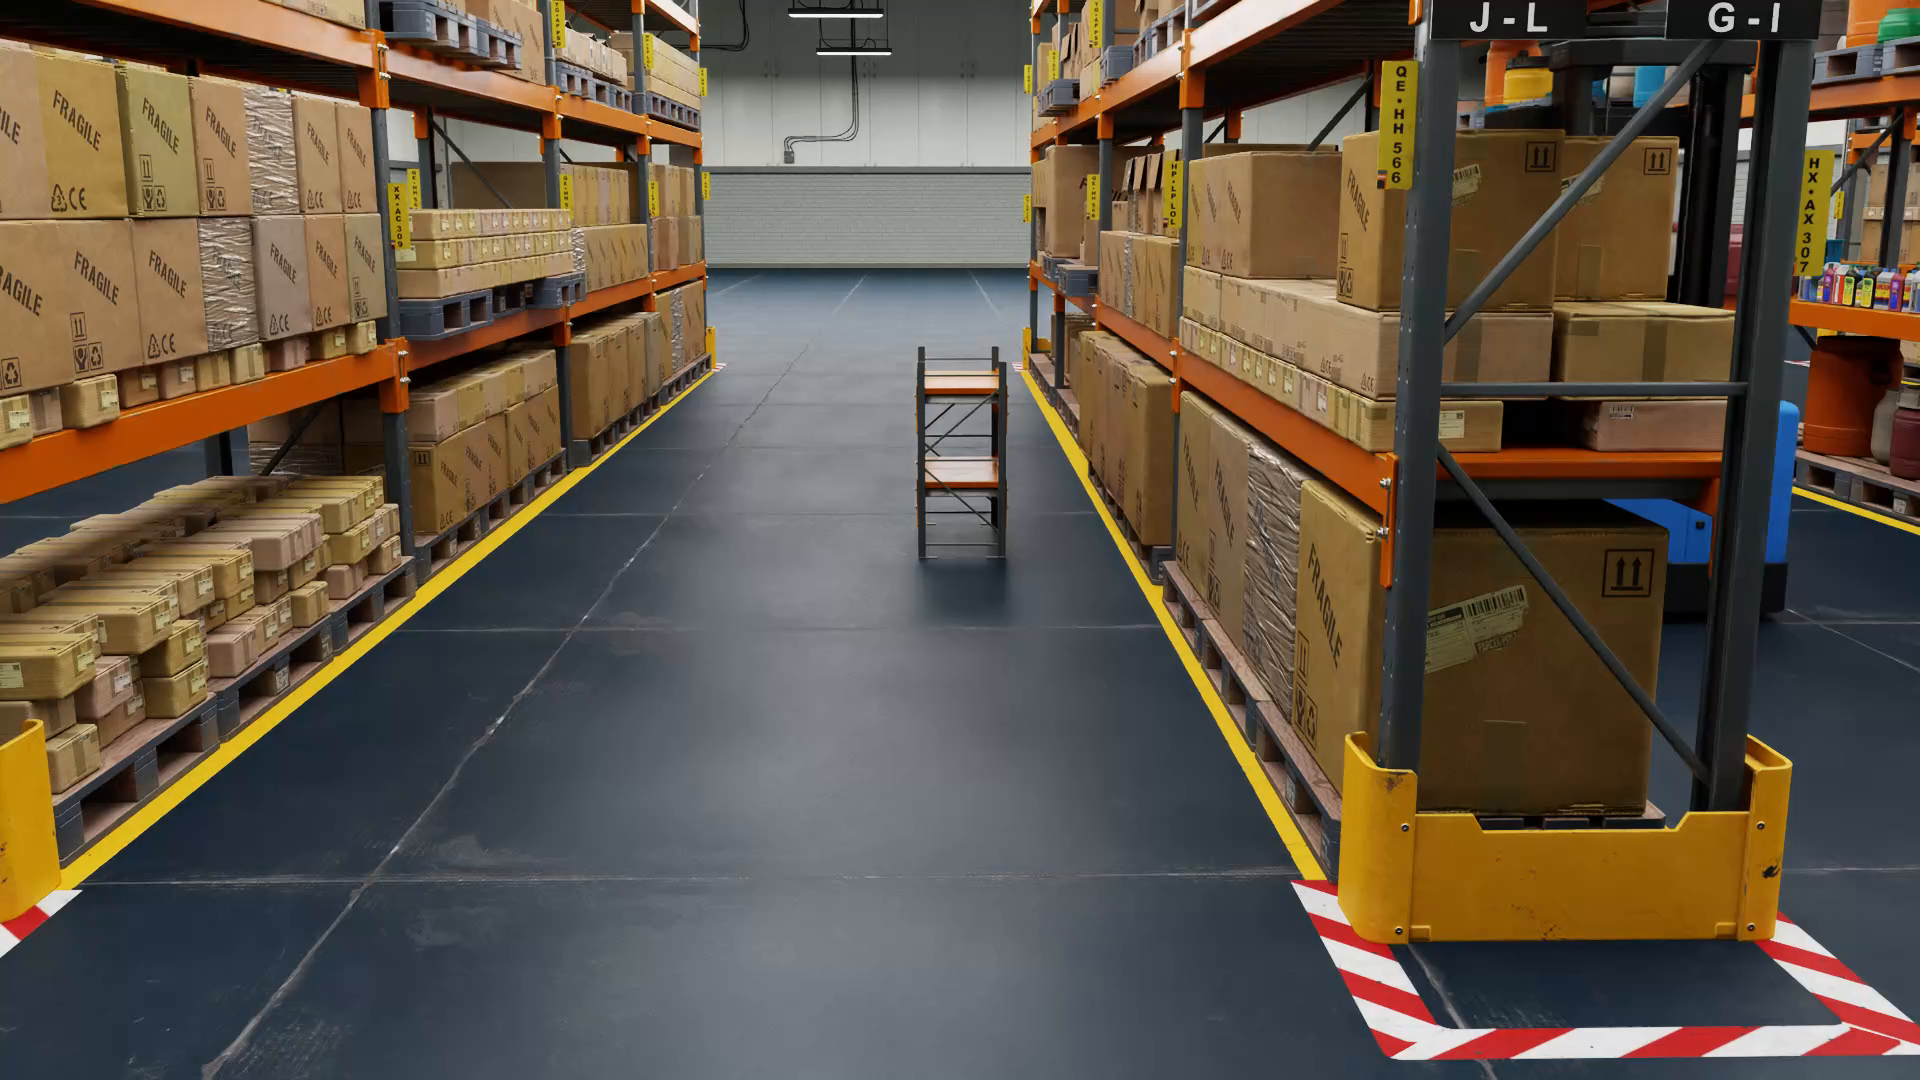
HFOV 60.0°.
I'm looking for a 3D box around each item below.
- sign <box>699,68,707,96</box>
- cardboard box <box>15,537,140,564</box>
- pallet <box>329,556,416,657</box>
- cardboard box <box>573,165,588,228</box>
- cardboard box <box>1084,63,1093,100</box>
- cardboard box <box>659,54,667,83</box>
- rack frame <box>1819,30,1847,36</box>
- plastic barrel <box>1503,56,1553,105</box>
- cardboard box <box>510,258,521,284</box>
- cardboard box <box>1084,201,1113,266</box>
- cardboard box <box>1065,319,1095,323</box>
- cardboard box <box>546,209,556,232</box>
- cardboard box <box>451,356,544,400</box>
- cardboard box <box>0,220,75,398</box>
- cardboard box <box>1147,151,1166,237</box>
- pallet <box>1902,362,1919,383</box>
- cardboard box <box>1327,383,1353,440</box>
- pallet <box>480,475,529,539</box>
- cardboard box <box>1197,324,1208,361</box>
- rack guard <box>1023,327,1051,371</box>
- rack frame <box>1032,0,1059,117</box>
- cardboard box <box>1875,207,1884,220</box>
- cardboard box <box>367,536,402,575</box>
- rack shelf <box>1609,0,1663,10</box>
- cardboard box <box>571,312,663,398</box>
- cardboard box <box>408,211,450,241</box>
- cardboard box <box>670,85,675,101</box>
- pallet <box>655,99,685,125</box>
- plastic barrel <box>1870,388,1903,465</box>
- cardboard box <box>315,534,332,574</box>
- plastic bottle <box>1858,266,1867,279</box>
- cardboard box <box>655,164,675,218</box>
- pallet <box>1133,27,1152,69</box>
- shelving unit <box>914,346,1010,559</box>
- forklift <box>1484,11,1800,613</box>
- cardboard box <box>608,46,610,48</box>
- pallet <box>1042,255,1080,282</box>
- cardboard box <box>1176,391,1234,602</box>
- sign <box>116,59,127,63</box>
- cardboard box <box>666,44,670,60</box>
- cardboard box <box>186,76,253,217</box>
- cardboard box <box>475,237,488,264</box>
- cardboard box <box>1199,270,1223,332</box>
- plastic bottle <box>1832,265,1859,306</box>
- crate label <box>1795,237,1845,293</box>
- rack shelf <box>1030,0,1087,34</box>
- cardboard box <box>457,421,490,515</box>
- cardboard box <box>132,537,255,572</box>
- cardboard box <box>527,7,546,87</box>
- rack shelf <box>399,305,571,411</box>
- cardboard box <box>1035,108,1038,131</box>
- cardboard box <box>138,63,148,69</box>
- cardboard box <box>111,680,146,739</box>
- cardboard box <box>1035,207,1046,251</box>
[{"bbox_3d":[-3.060,-5.443,19.774,0.100,0.325,0.005,0,11,-1],"label":"sign"},{"bbox_3d":[-3.549,0.087,6.706,0.380,0.149,0.250,0,11,-1],"label":"cardboard box"},{"bbox_3d":[-3.306,0.307,8.017,1.003,0.211,1.213,0,11,-1],"label":"pallet"},{"bbox_3d":[-3.462,-2.819,13.645,0.700,0.500,0.500,0,11,-2],"label":"cardboard box"},{"bbox_3d":[1.244,-3.577,12.981,0.500,0.250,0.500,0,11,-1],"label":"cardboard box"},{"bbox_3d":[-3.263,-4.779,16.850,0.500,0.250,0.500,0,11,-2],"label":"cardboard box"},{"bbox_3d":[6.475,-4.949,11.821,1.000,3.000,0.127,0,11,-1],"label":"rack frame"},{"bbox_3d":[6.460,-5.141,18.783,0.600,0.588,0.600,0,11,0],"label":"plastic barrel"},{"bbox_3d":[-2.938,-1.666,10.302,0.380,0.149,0.250,-1,11,-4],"label":"cardboard box"},{"bbox_3d":[1.360,-2.461,13.339,0.700,0.500,0.500,1,12,7],"label":"cardboard box"},{"bbox_3d":[1.395,-2.192,18.552,0.500,0.500,0.500,1,11,4],"label":"cardboard box"},{"bbox_3d":[-2.961,-2.165,11.267,0.380,0.149,0.250,0,11,1],"label":"cardboard box"},{"bbox_3d":[-3.140,-1.102,11.289,0.500,0.250,0.500,0,11,0],"label":"cardboard box"},{"bbox_3d":[-3.006,-0.683,4.884,0.500,0.500,0.500,0,11,2],"label":"cardboard box"},{"bbox_3d":[1.553,-2.121,10.196,0.797,0.503,0.637,0,11,1],"label":"cardboard box"},{"bbox_3d":[11.342,-1.859,18.690,1.003,0.211,1.213,0,11,-1],"label":"pallet"},{"bbox_3d":[1.345,-0.396,5.101,0.380,0.149,0.250,0,11,-1],"label":"cardboard box"},{"bbox_3d":[-3.401,-0.225,10.635,1.003,0.211,1.213,0,11,-1],"label":"pallet"},{"bbox_3d":[1.291,-0.906,7.611,0.380,0.149,0.250,0,11,1],"label":"cardboard box"},{"bbox_3d":[1.359,-2.339,20.330,1.175,0.500,0.348,0,11,-1],"label":"rack guard"},{"bbox_3d":[1.358,-6.519,19.560,1.000,3.000,0.127,0,11,-1],"label":"rack frame"},{"bbox_3d":[11.063,-3.855,19.631,0.380,0.149,0.250,-1,11,-3],"label":"cardboard box"},{"bbox_3d":[-3.006,0.075,8.261,0.380,0.149,0.250,0,11,0],"label":"cardboard box"},{"bbox_3d":[6.351,-5.593,17.812,1.077,0.370,4.000,0,11,-1],"label":"rack shelf"},{"bbox_3d":[-3.418,-1.764,15.811,1.050,0.750,0.750,0,11,-1],"label":"cardboard box"},{"bbox_3d":[-2.903,-1.648,8.716,0.380,0.149,0.250,0,11,2],"label":"cardboard box"},{"bbox_3d":[-3.216,-4.712,17.522,0.380,0.149,0.250,0,11,-1],"label":"cardboard box"},{"bbox_3d":[-3.549,-4.615,17.940,1.003,0.211,1.213,0,11,-1],"label":"pallet"},{"bbox_3d":[6.603,-0.787,11.593,0.421,0.512,0.421,0,11,0],"label":"plastic barrel"},{"bbox_3d":[-3.083,0.071,7.532,0.380,0.149,0.250,0,11,-1],"label":"cardboard box"},{"bbox_3d":[6.206,-1.744,11.434,0.097,0.271,0.097,0,11,0],"label":"plastic bottle"},{"bbox_3d":[-3.495,-3.677,17.544,0.875,0.550,0.550,0,11,-1],"label":"cardboard box"},{"bbox_3d":[1.616,-3.016,10.313,1.003,0.211,1.213,0,11,1],"label":"pallet"},{"bbox_3d":[0.000,-0.550,9.941,0.538,1.125,1.048,0,11,-1],"label":"shelving unit"},{"bbox_3d":[3.502,-1.319,9.191,1.130,2.935,3.031,0,11,1],"label":"forklift"},{"bbox_3d":[-3.872,-5.098,17.420,0.380,0.149,0.250,0,11,-2],"label":"cardboard box"},{"bbox_3d":[1.311,-2.537,15.504,1.003,0.211,1.213,0,11,-1],"label":"pallet"},{"bbox_3d":[1.539,-0.227,7.920,0.875,0.875,0.875,0,11,-1],"label":"cardboard box"},{"bbox_3d":[-7.913,-4.663,15.662,0.100,0.325,0.005,0,11,-1],"label":"sign"},{"bbox_3d":[-3.211,-5.053,17.194,0.380,0.149,0.250,0,11,-1],"label":"cardboard box"},{"bbox_3d":[-3.036,-1.478,6.288,0.500,0.500,0.500,-1,11,-3],"label":"cardboard box"},{"bbox_3d":[-2.923,-1.657,9.507,0.380,0.149,0.250,-1,11,-4],"label":"cardboard box"},{"bbox_3d":[1.359,-1.073,7.431,0.500,0.250,0.500,0,11,-1],"label":"cardboard box"},{"bbox_3d":[6.170,-1.769,11.546,0.152,0.276,0.135,0,11,-1],"label":"plastic bottle"},{"bbox_3d":[6.725,-2.225,13.393,0.502,0.435,0.616,0,11,-1],"label":"crate label"},{"bbox_3d":[1.399,-5.767,17.672,1.077,0.370,4.000,0,11,-1],"label":"rack shelf"},{"bbox_3d":[-3.118,-0.427,9.851,0.500,0.500,0.500,0,11,1],"label":"cardboard box"},{"bbox_3d":[-3.092,0.085,6.714,0.380,0.149,0.250,0,11,-1],"label":"cardboard box"},{"bbox_3d":[-3.172,-3.395,11.454,0.500,0.500,0.500,0,11,-1],"label":"cardboard box"},{"bbox_3d":[-3.397,-1.238,10.428,1.077,0.370,4.000,0,11,-1],"label":"rack shelf"},{"bbox_3d":[1.126,-4.776,18.890,0.500,0.250,0.500,0,11,-2],"label":"cardboard box"},{"bbox_3d":[-8.182,-4.596,16.253,0.380,0.149,0.250,0,11,1],"label":"cardboard box"},{"bbox_3d":[-3.063,0.587,5.737,0.380,0.149,0.250,0,11,-1],"label":"cardboard box"},{"bbox_3d":[1.342,-3.664,19.577,0.875,0.500,0.500,0,11,-1],"label":"cardboard box"}]
